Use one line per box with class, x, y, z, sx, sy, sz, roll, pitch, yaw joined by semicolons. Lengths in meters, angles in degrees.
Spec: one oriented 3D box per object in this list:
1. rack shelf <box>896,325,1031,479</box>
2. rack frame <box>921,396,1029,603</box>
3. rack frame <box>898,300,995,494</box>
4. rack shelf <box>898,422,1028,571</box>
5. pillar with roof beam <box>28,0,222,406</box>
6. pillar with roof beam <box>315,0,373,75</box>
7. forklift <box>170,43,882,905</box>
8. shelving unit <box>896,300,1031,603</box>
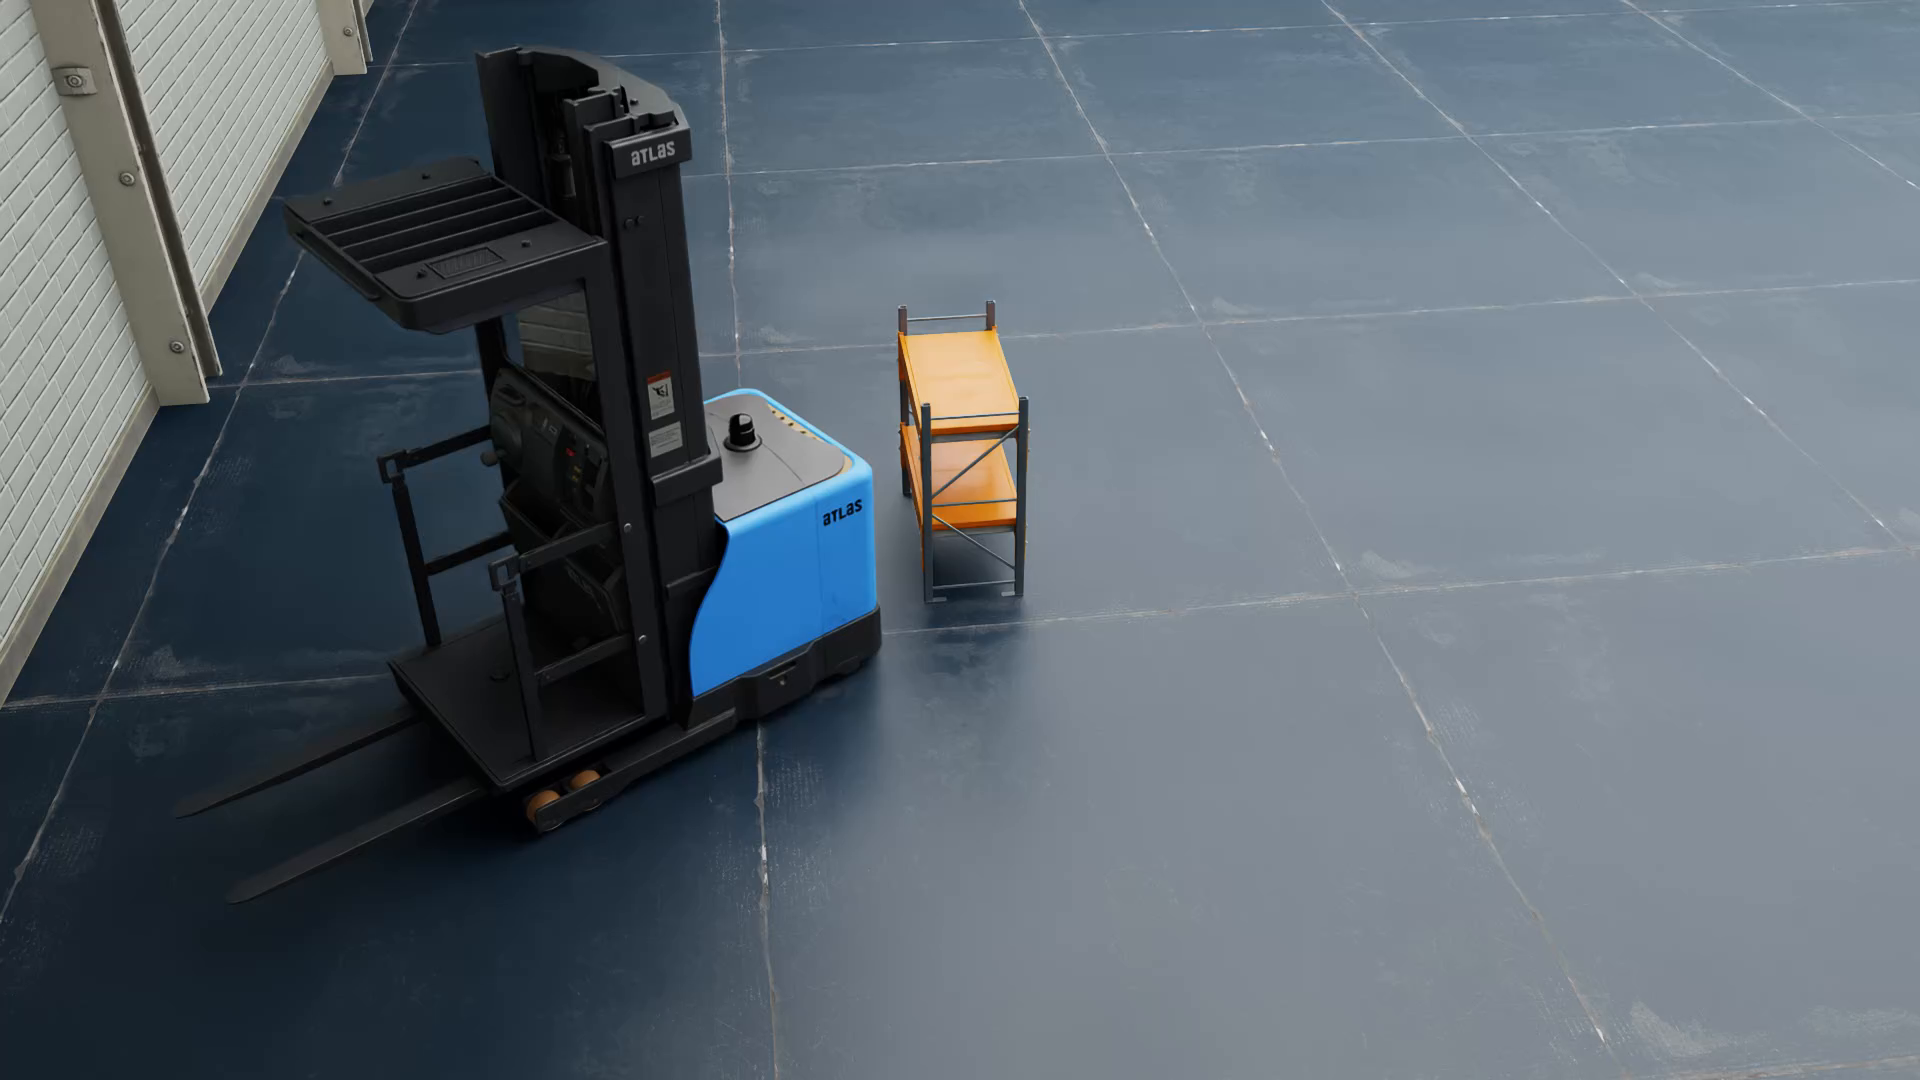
rack shelf;0.001;-0.703;8.263;0.538;0.278;1.000;-4;35;-6
rack frame;0.069;-0.177;8.011;0.500;1.125;0.032;-4;35;-6
rack frame;-0.067;-0.745;8.844;0.500;1.125;0.032;-4;35;-6
rack shelf;0.001;-0.259;8.565;0.538;0.278;1.000;-4;35;-6
pillar with roof beam;-0.418;-4.964;8.044;9.100;9.000;0.400;-4;35;-6
pillar with roof beam;-1.225;-8.313;12.957;9.100;9.000;0.400;-4;35;-6
forklift;-1.828;-0.330;6.632;3.031;2.935;1.130;-25;42;-32
shelving unit;0.001;-0.461;8.428;0.538;1.125;1.048;-4;35;-6
